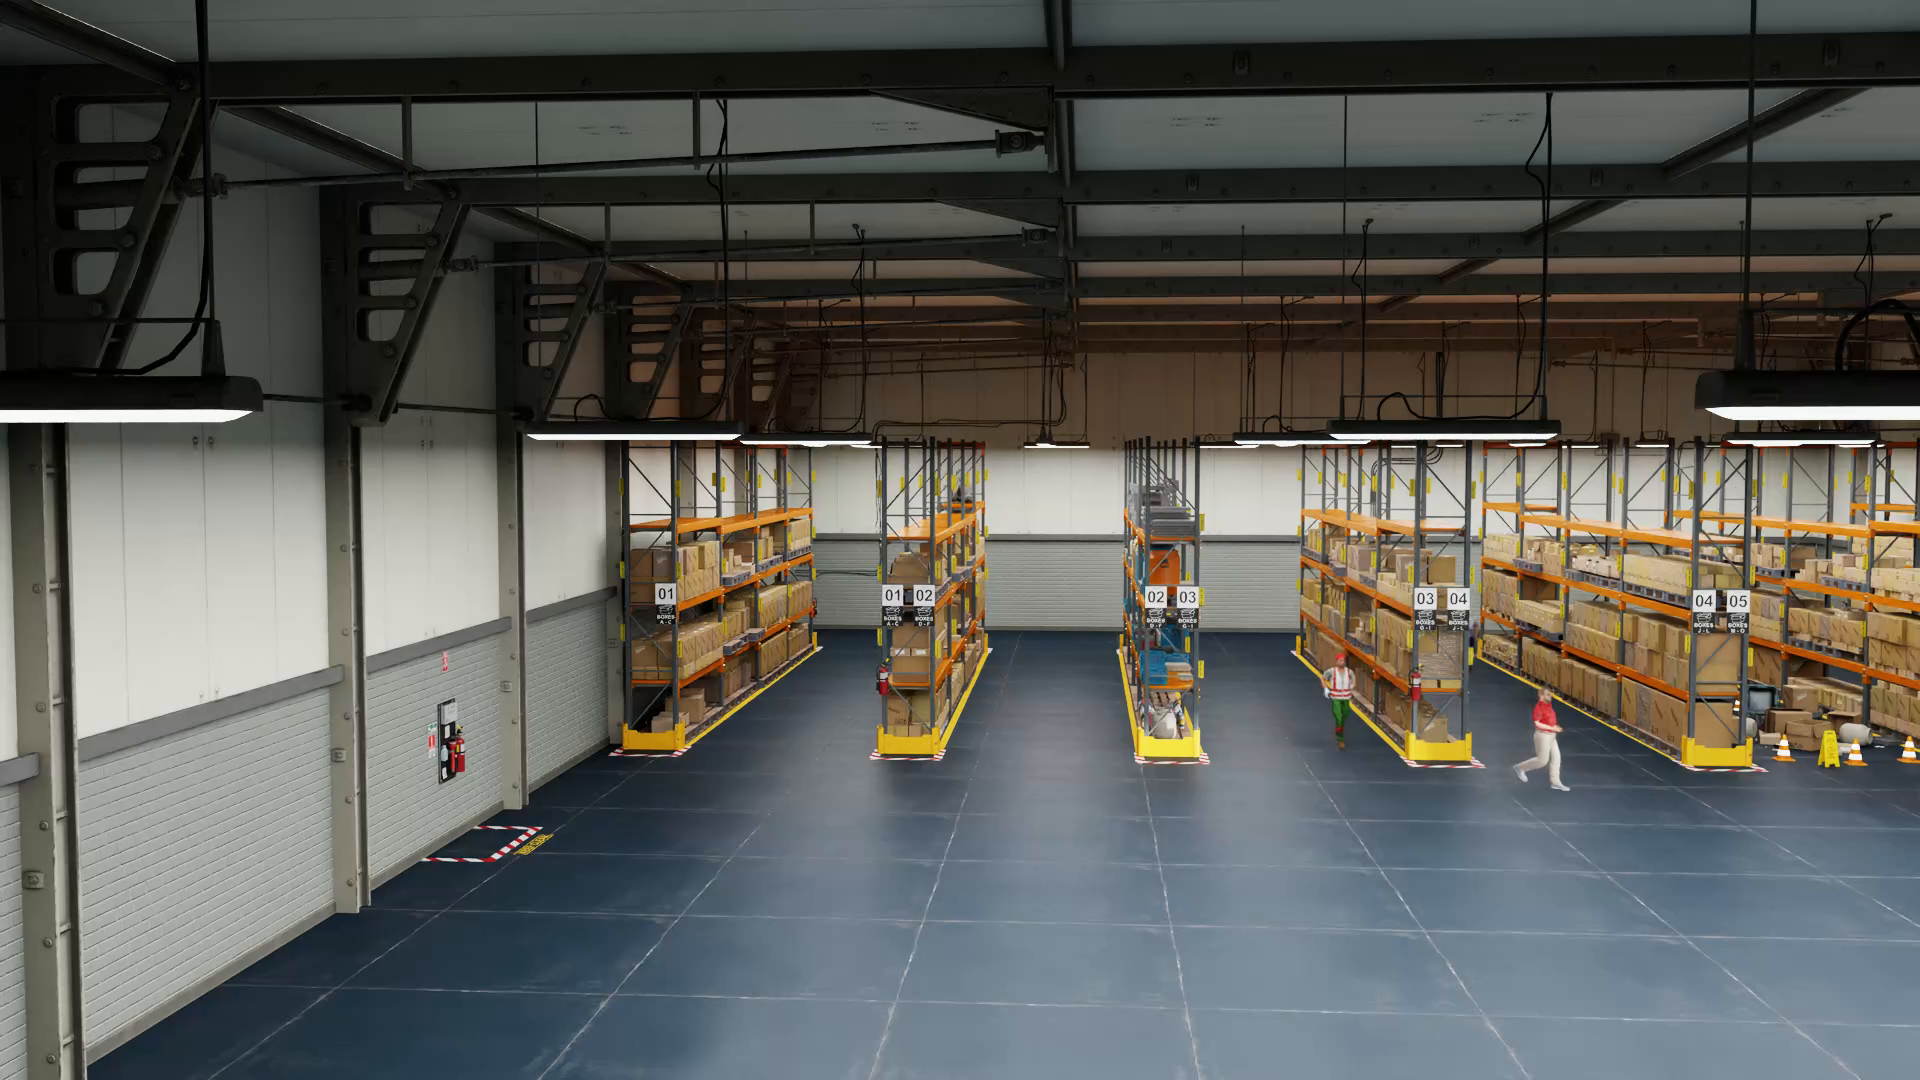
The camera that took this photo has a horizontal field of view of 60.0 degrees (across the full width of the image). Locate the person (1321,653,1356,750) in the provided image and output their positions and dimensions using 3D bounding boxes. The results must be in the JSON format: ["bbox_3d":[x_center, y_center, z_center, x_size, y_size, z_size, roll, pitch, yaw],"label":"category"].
[{"bbox_3d":[7.367,3.092,32.242,0.649,1.804,0.857,0,3,-6],"label":"person"}]

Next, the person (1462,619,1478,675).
[{"bbox_3d":[12.976,2.626,42.599,0.615,1.635,0.836,1,3,10],"label":"person"}]

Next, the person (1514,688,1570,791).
[{"bbox_3d":[9.890,3.360,28.119,0.866,1.715,0.672,2,4,38],"label":"person"}]
